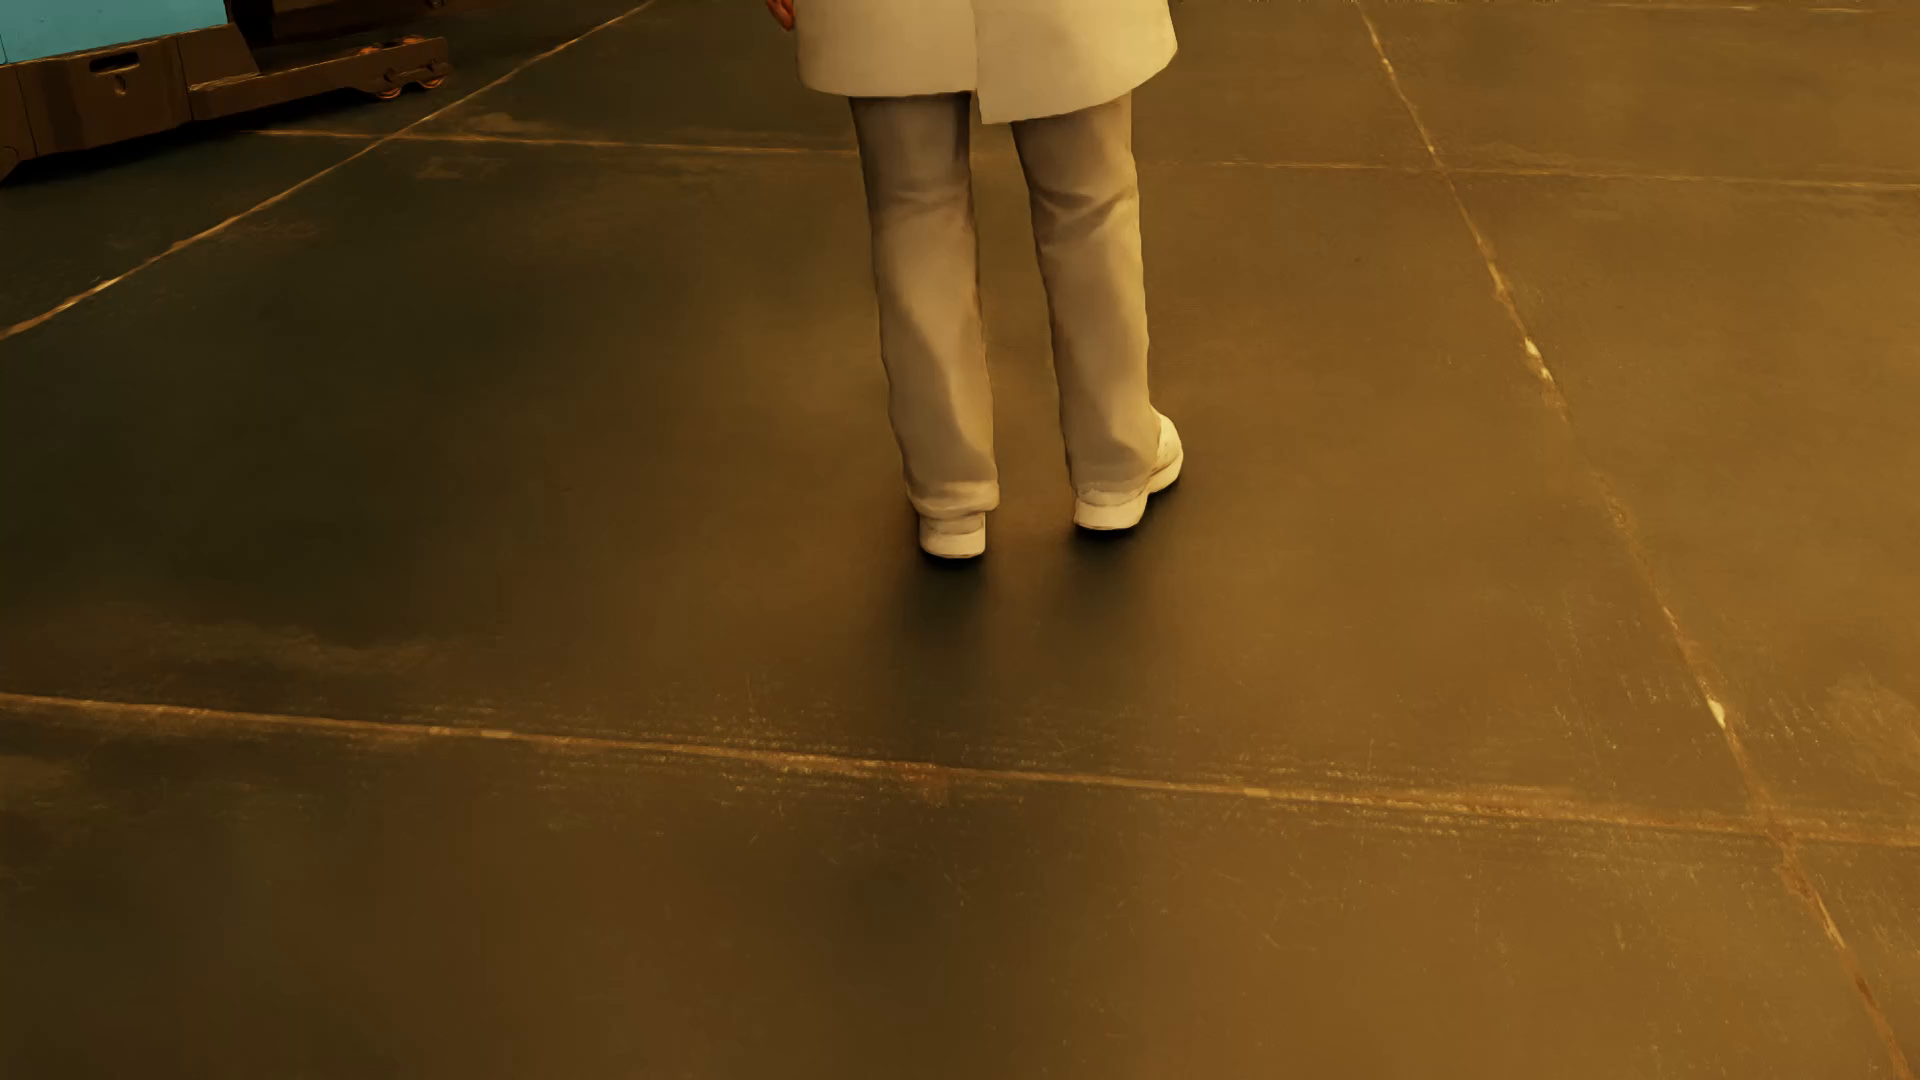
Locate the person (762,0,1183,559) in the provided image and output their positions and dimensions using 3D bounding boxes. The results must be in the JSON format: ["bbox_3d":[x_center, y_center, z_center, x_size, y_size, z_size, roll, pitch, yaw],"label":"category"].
[{"bbox_3d":[0.017,-0.842,2.180,0.694,1.776,0.579,3,27,7],"label":"person"}]

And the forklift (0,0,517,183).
[{"bbox_3d":[-2.344,-2.801,4.832,1.130,2.935,3.031,13,29,24],"label":"forklift"}]
